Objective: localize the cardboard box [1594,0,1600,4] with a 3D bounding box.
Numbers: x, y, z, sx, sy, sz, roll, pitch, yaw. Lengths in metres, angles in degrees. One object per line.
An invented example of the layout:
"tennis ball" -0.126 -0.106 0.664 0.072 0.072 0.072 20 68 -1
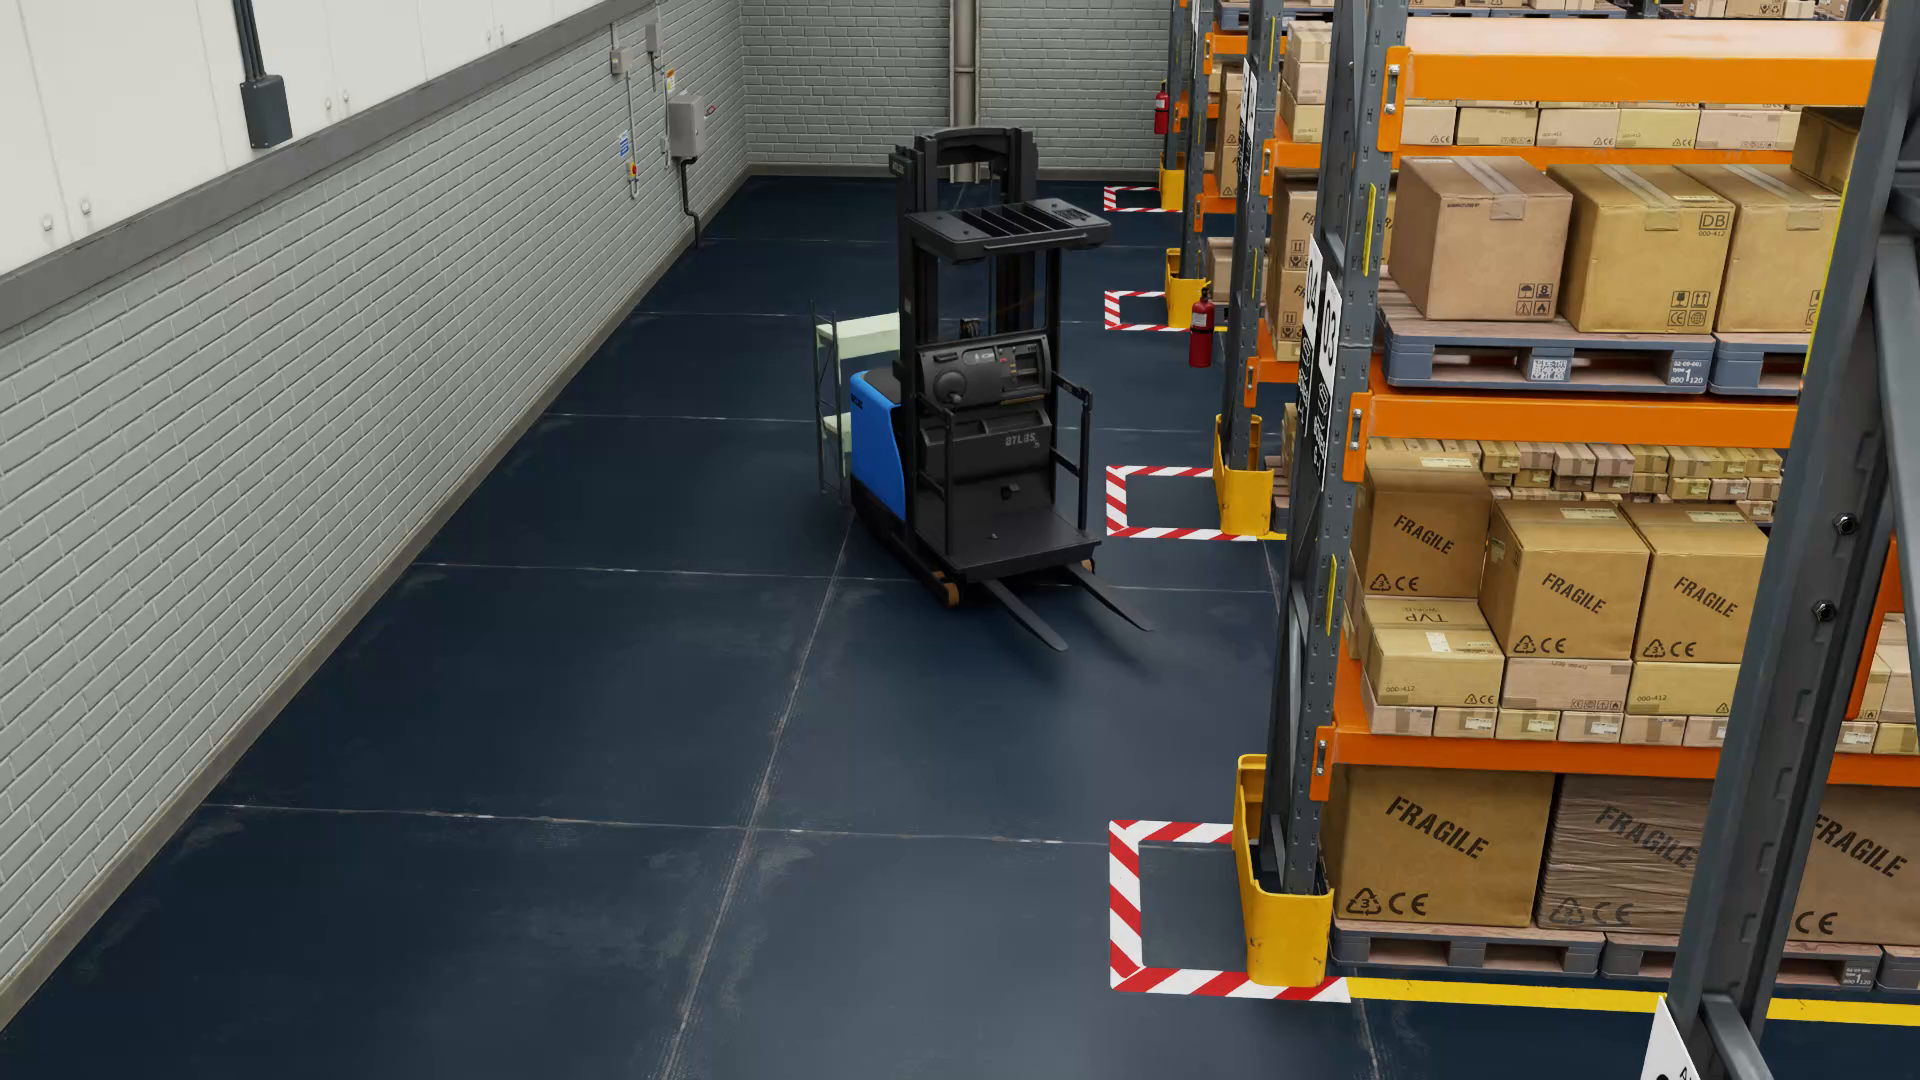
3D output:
"cardboard box" 5.731 -5.330 15.626 0.500 0.500 0.500 2 25 5

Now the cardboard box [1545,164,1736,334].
"cardboard box" 2.629 -1.159 6.561 0.500 0.500 0.700 1 25 2

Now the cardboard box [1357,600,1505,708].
"cardboard box" 2.012 0.484 7.145 0.500 0.250 0.500 1 25 3

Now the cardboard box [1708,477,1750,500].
"cardboard box" 5.414 -0.425 11.849 0.250 0.149 0.380 1 25 1

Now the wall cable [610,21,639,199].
"wall cable" -3.311 -4.354 16.582 0.123 1.953 0.585 2 25 4

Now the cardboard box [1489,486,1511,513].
"cardboard box" 3.798 -0.341 12.021 0.250 0.149 0.380 1 25 1

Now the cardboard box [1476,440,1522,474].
"cardboard box" 3.845 -0.615 11.905 0.250 0.149 0.380 2 25 5

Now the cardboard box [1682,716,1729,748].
"cardboard box" 3.165 0.726 7.095 0.250 0.149 0.380 2 25 3

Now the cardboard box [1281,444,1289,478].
"cardboard box" 2.575 -0.607 12.600 0.250 0.149 0.380 2 25 5

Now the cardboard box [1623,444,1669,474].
"cardboard box" 4.889 -0.619 11.915 0.250 0.149 0.380 3 25 6

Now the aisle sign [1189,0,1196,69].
"aisle sign" 2.265 -5.020 16.172 0.004 0.787 0.394 2 25 4

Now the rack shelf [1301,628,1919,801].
"rack shelf" 3.548 0.814 7.465 4.000 0.370 1.077 2 25 4

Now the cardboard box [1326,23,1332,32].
"cardboard box" 2.629 -3.416 11.312 0.250 0.149 0.380 2 25 5

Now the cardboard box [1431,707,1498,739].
"cardboard box" 2.139 0.694 7.166 0.250 0.149 0.380 1 25 3

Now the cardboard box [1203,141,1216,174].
"cardboard box" 3.292 -4.774 21.232 0.637 0.503 0.797 1 25 2

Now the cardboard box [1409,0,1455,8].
"cardboard box" 4.311 -5.225 15.397 0.500 0.500 0.500 2 25 5

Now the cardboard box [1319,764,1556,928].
"cardboard box" 2.198 1.185 7.838 0.875 0.875 0.875 2 25 4

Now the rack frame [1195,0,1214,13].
"rack frame" 2.313 -6.433 15.176 0.127 3.000 1.000 2 25 4

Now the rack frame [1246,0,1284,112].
"rack frame" 2.035 -4.366 10.685 0.127 3.000 1.000 2 25 4

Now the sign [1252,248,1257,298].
"sign" 1.993 -1.808 11.267 0.005 0.325 0.100 2 25 4

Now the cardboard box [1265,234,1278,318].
"cardboard box" 2.502 -1.914 12.058 0.500 0.500 0.500 2 25 5

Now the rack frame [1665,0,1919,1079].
"rack frame" 1.175 -0.239 1.716 0.053 2.616 0.949 2 25 4

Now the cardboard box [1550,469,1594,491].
"cardboard box" 4.382 -0.492 11.995 0.250 0.149 0.380 1 25 1

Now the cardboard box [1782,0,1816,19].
"cardboard box" 7.536 -4.840 15.081 0.250 0.166 0.380 0 25 0

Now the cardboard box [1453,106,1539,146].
"cardboard box" 3.502 -2.785 11.016 0.500 0.250 0.500 1 25 2

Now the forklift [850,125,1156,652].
"forklift" 0.265 -1.093 10.831 1.130 2.935 3.031 -11 27 -23

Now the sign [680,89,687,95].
"sign" -3.173 -4.918 19.175 0.001 0.494 0.329 2 25 4

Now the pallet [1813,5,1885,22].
"pallet" 8.528 -4.761 15.358 1.213 0.211 1.003 3 25 6

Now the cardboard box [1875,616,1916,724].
"cardboard box" 4.057 0.547 7.007 0.500 0.250 0.500 2 25 5

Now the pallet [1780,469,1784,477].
"pallet" 6.799 -0.222 12.191 1.213 0.211 1.003 2 25 4

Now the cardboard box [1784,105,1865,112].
"cardboard box" 5.543 -2.943 10.763 0.500 0.250 0.500 1 25 1

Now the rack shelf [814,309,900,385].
"rack shelf" -0.671 -1.441 12.346 0.720 0.370 0.431 -14 26 -27

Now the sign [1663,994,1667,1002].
"sign" 1.201 0.942 2.862 0.005 0.325 0.100 2 25 4

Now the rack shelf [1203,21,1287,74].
"rack shelf" 4.307 -4.679 15.814 4.000 0.370 1.077 2 25 4

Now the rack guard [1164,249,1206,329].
"rack guard" 2.289 -2.573 16.954 0.348 0.500 1.175 2 25 4

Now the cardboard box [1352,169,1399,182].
"cardboard box" 3.015 -2.349 11.805 0.500 0.500 0.500 1 25 2

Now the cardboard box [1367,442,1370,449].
"cardboard box" 2.815 -0.690 12.069 0.250 0.149 0.380 2 25 5

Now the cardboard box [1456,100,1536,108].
"cardboard box" 3.476 -3.003 10.892 0.500 0.250 0.500 2 25 5

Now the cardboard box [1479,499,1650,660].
"cardboard box" 2.511 0.159 6.953 0.500 0.500 0.500 1 25 3

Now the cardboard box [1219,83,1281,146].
"cardboard box" 2.770 -4.073 15.909 0.500 0.500 0.500 1 25 3

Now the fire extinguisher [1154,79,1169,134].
"fire extinguisher" 2.507 -5.384 20.612 0.183 0.674 0.296 2 25 4

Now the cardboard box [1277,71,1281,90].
"cardboard box" 2.912 -4.396 15.835 0.250 0.149 0.380 2 25 5

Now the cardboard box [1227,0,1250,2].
"cardboard box" 2.768 -5.261 15.776 0.500 0.250 0.500 0 25 -1

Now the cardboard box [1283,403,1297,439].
"cardboard box" 2.582 -0.896 12.516 0.250 0.149 0.380 2 25 5

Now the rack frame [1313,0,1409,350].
"rack frame" 1.554 -2.302 6.200 0.127 3.000 1.000 2 25 4

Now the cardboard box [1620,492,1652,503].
"cardboard box" 4.831 -0.363 12.070 0.250 0.149 0.380 1 25 3

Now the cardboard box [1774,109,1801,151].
"cardboard box" 5.513 -2.711 10.855 0.500 0.250 0.500 2 25 5

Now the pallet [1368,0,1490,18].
"pallet" 4.273 -4.972 15.697 1.213 0.211 1.003 2 25 4

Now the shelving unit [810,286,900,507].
"shelving unit" -0.663 -1.082 12.498 0.755 1.500 0.431 -14 26 -27

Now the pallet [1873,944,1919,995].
"pallet" 4.790 1.761 7.882 1.213 0.211 1.003 2 25 4

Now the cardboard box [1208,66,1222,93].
"cardboard box" 3.121 -5.716 20.620 0.500 0.250 0.500 2 25 4

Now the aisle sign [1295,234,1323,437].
"aisle sign" 1.505 -0.885 7.187 0.004 0.787 0.394 2 25 4
